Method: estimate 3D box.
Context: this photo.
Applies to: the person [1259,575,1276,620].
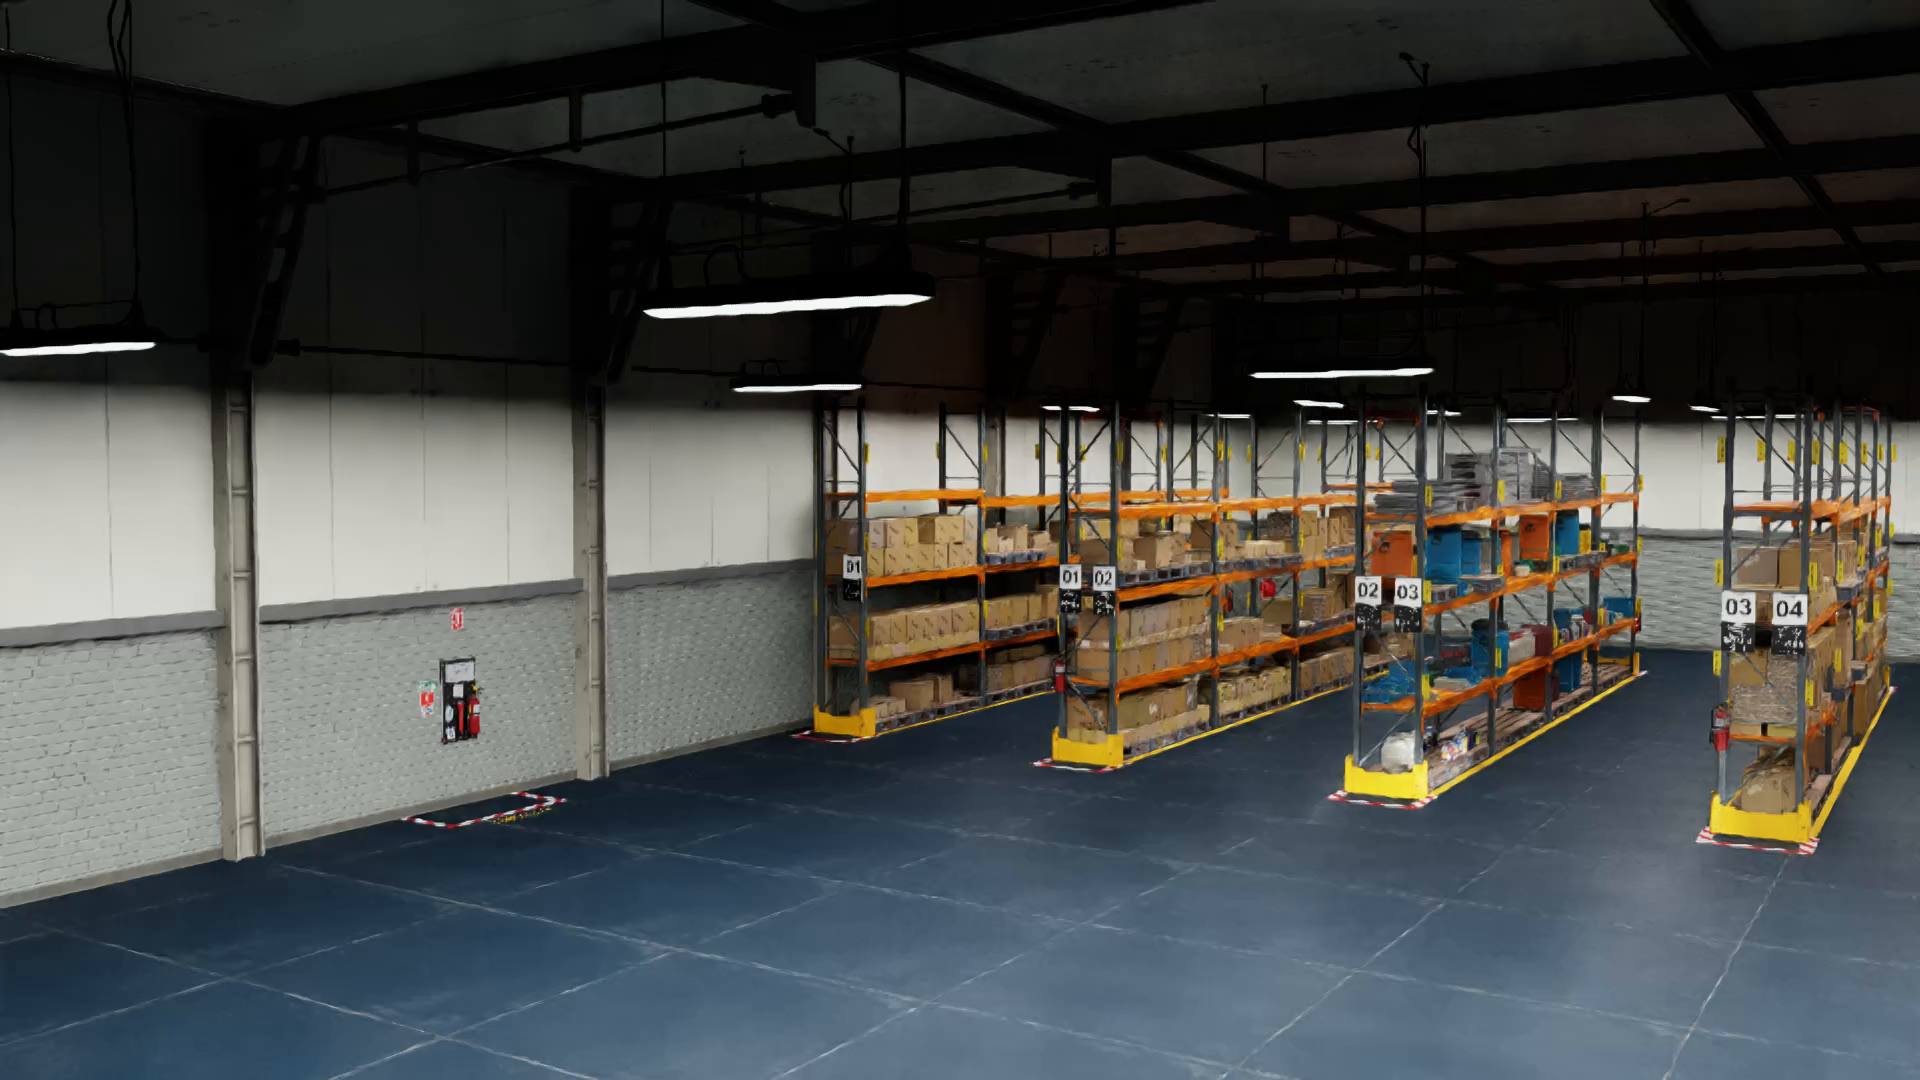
[{"bbox_3d":[8.496,1.716,46.185,0.730,1.728,0.462,-2,3,-27],"label":"person"}]
